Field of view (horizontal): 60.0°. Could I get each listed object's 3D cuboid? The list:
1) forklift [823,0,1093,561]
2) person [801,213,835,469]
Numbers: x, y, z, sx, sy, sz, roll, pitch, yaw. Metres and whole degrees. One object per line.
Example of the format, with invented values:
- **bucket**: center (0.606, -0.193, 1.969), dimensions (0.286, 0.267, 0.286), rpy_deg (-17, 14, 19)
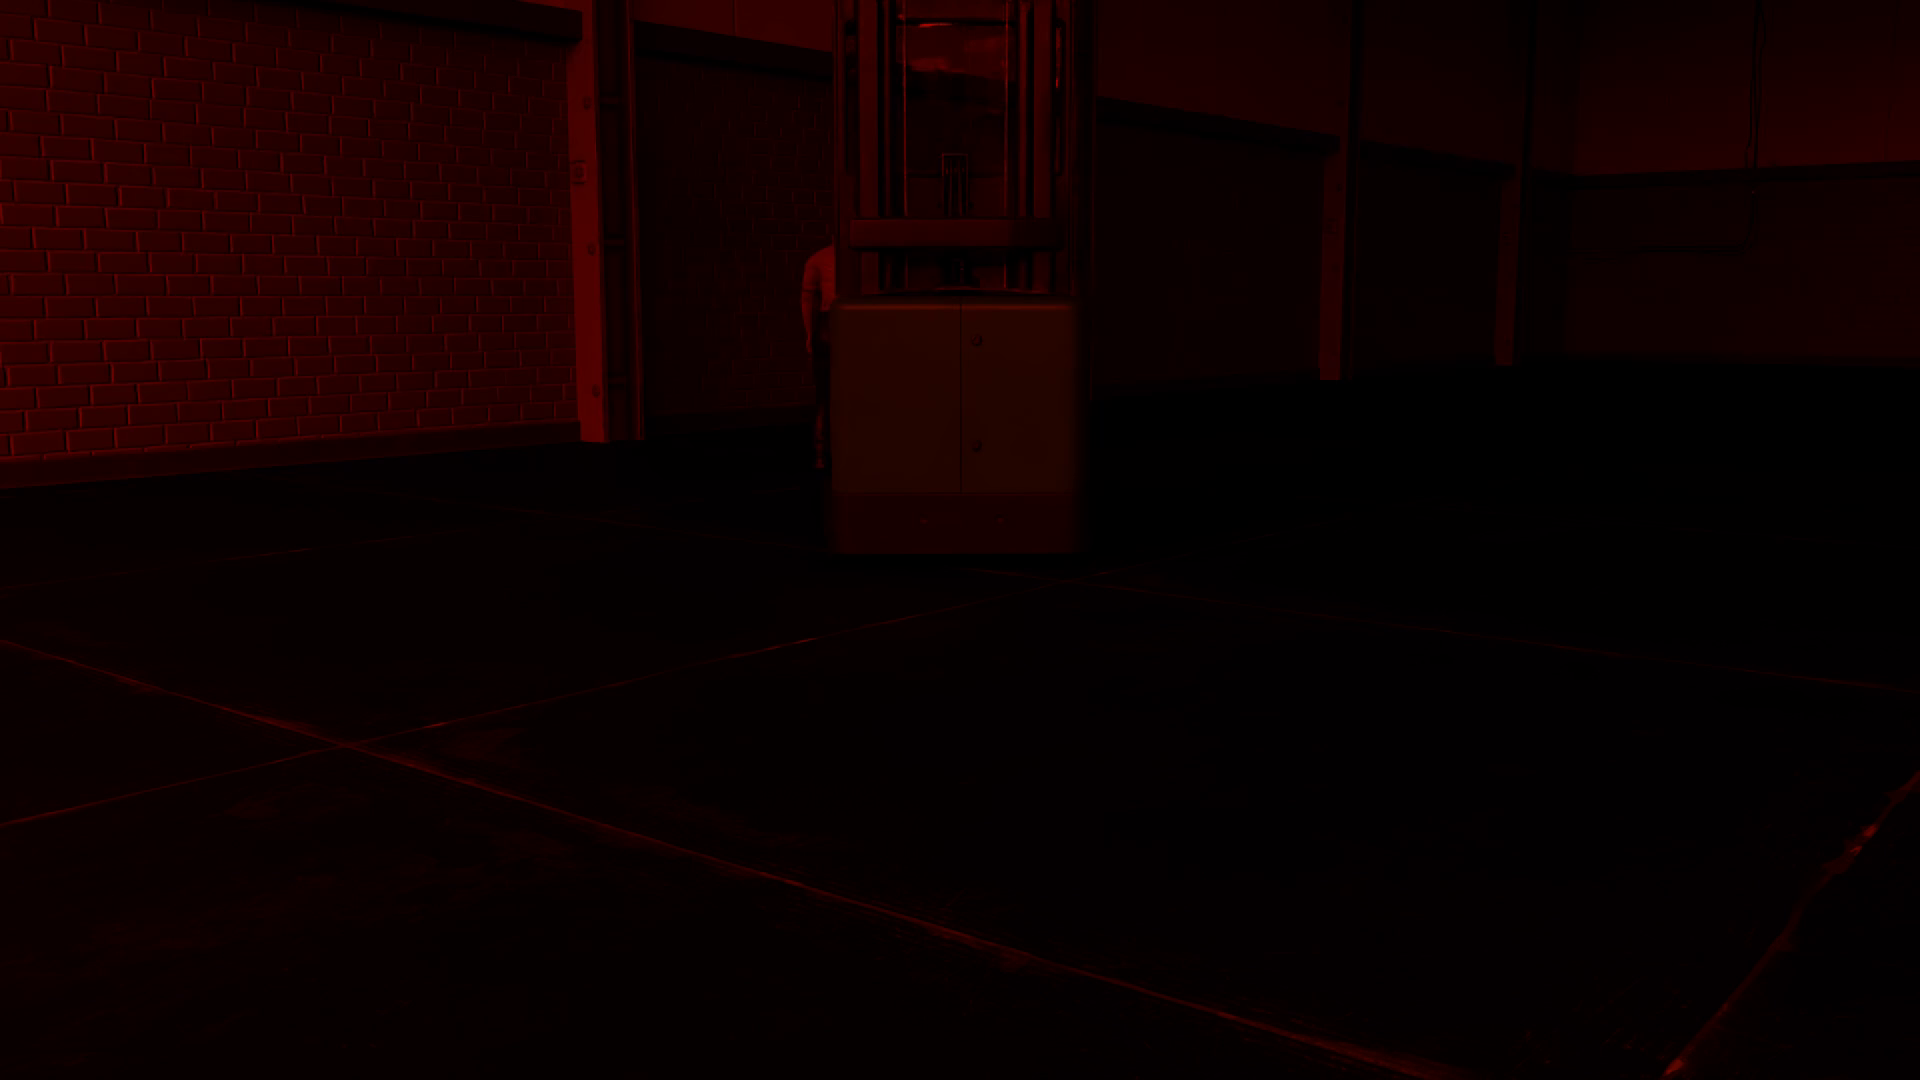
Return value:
- **forklift**: center (-0.036, -1.542, 7.820), dimensions (1.130, 2.935, 3.031), rpy_deg (0, 8, -1)
- **person**: center (-0.706, -1.256, 10.463), dimensions (0.608, 1.608, 0.574), rpy_deg (1, 8, 9)
